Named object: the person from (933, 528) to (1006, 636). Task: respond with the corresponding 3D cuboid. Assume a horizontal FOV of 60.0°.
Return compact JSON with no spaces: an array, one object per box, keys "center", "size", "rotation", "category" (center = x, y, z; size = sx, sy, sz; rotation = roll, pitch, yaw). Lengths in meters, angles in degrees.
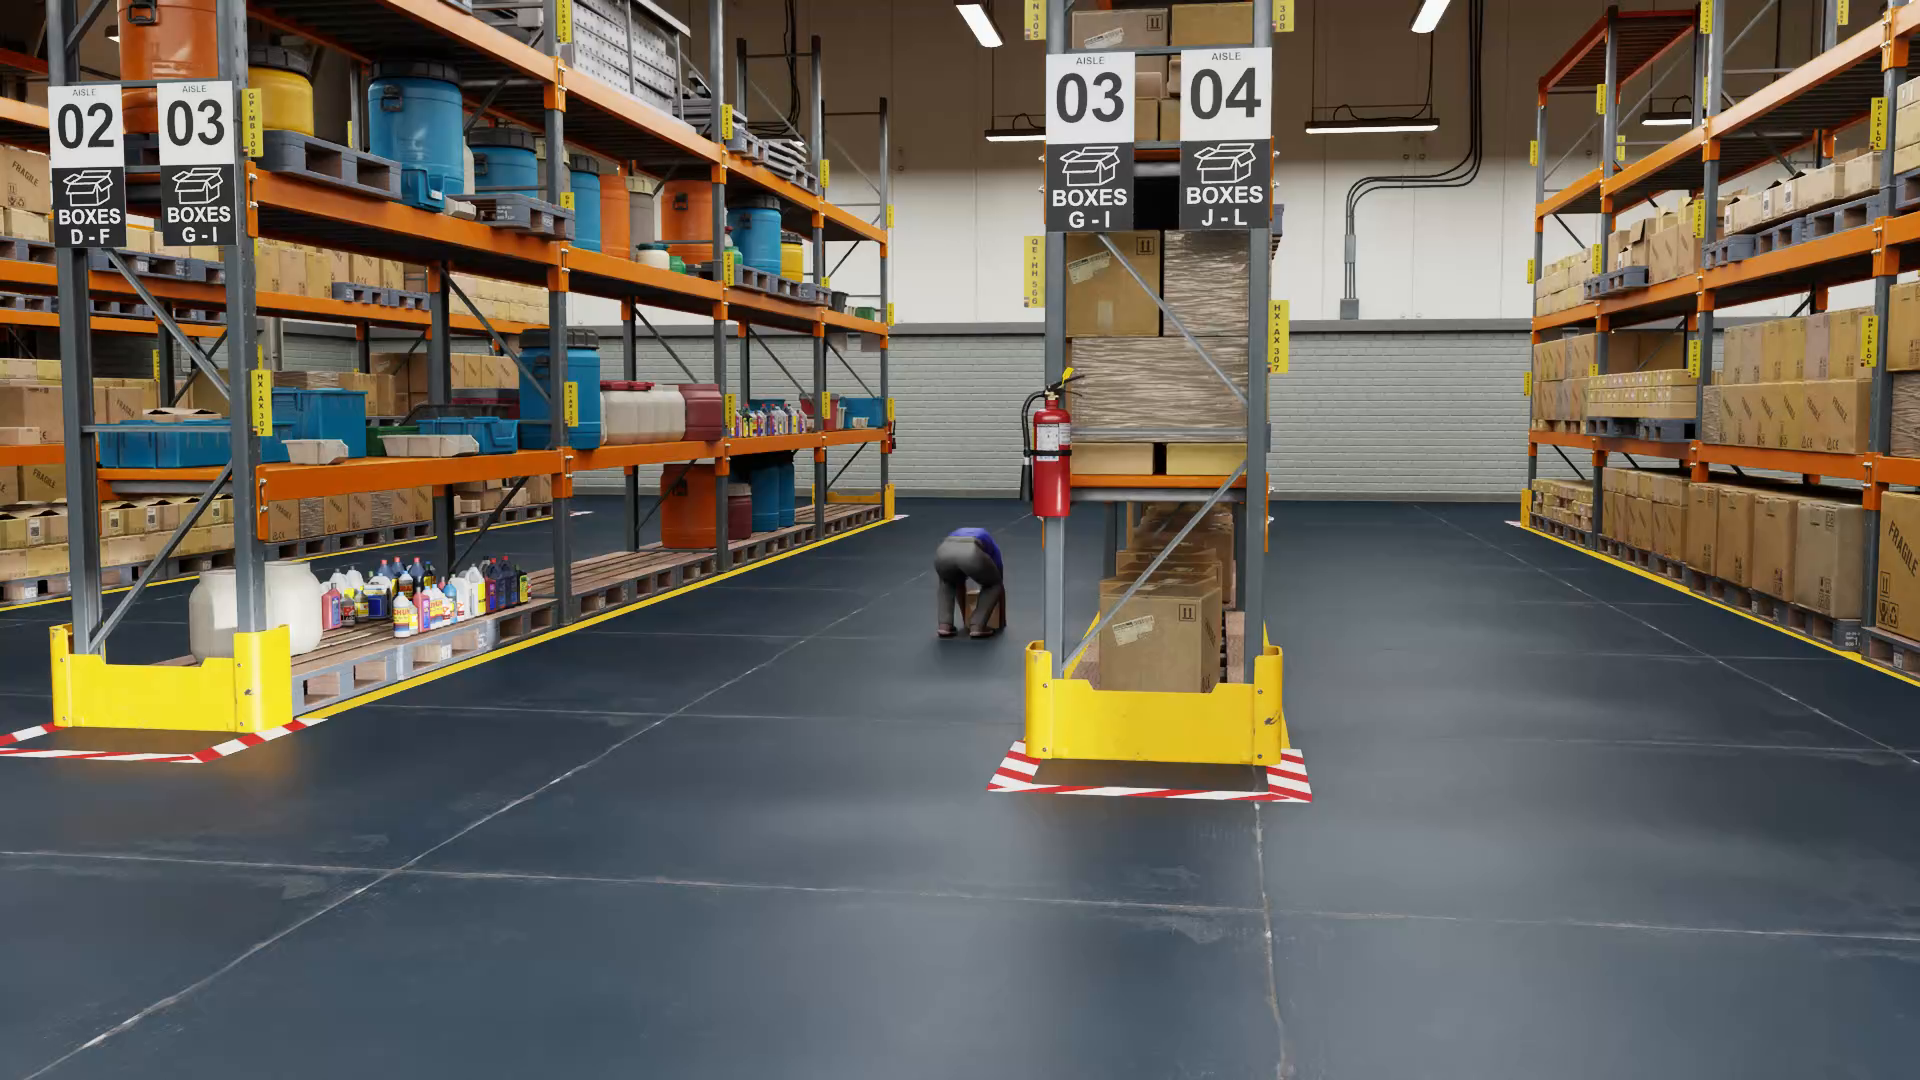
[{"center":[0.075,0.300,11.976],"size":[0.469,0.766,0.883],"rotation":[1,5,16],"category":"person"}]
